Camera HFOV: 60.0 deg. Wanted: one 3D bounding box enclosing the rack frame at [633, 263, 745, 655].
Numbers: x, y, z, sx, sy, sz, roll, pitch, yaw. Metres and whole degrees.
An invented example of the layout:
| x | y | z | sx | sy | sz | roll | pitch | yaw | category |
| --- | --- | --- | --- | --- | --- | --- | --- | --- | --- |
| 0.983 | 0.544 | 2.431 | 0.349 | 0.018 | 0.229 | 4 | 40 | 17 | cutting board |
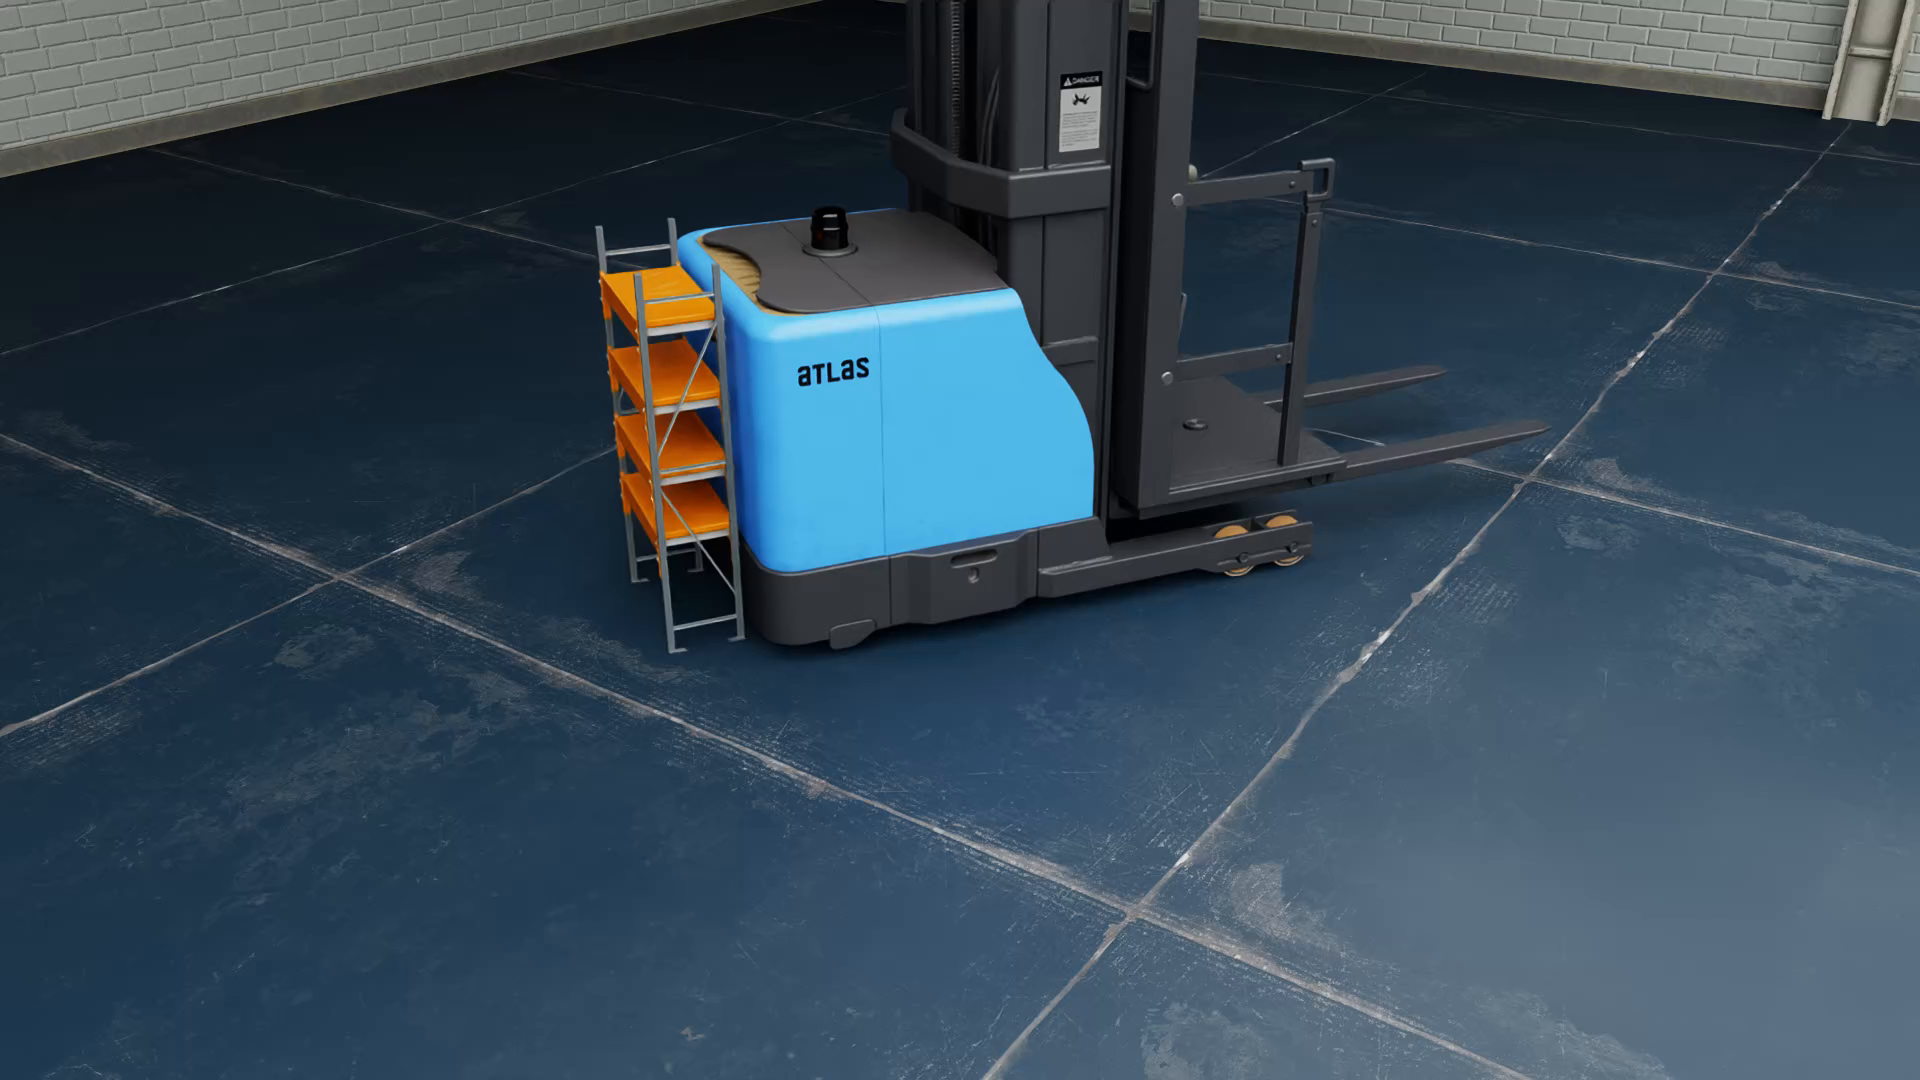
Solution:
| x | y | z | sx | sy | sz | roll | pitch | yaw | category |
| --- | --- | --- | --- | --- | --- | --- | --- | --- | --- |
| -0.778 | -0.210 | 4.840 | 0.240 | 1.200 | 0.015 | -11 | 29 | -20 | rack frame |

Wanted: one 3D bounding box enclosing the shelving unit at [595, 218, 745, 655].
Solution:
| x | y | z | sx | sy | sz | roll | pitch | yaw | category |
| --- | --- | --- | --- | --- | --- | --- | --- | --- | --- |
| -0.874 | -0.312 | 5.040 | 0.258 | 1.200 | 0.503 | -11 | 29 | -20 | shelving unit |

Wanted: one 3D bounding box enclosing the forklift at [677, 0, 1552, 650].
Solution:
| x | y | z | sx | sy | sz | roll | pitch | yaw | category |
| --- | --- | --- | --- | --- | --- | --- | --- | --- | --- |
| 0.637 | -1.395 | 5.260 | 3.031 | 2.935 | 1.130 | -11 | 29 | -20 | forklift |

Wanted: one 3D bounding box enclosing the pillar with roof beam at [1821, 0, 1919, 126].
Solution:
| x | y | z | sx | sy | sz | roll | pitch | yaw | category |
| --- | --- | --- | --- | --- | --- | --- | --- | --- | --- |
| 3.747 | -5.313 | 6.268 | 0.400 | 9.000 | 9.100 | 17 | 32 | 30 | pillar with roof beam |

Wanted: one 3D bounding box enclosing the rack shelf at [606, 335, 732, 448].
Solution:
| x | y | z | sx | sy | sz | roll | pitch | yaw | category |
| --- | --- | --- | --- | --- | --- | --- | --- | --- | --- |
| -0.874 | -0.451 | 4.969 | 0.258 | 0.148 | 0.480 | -11 | 29 | -20 | rack shelf |

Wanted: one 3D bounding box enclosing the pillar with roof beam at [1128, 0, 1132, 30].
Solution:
| x | y | z | sx | sy | sz | roll | pitch | yaw | category |
| --- | --- | --- | --- | --- | --- | --- | --- | --- | --- |
| -1.199 | -6.854 | 9.296 | 0.400 | 9.000 | 9.100 | 17 | 32 | 30 | pillar with roof beam |

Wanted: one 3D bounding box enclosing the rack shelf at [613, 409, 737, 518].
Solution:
| x | y | z | sx | sy | sz | roll | pitch | yaw | category |
| --- | --- | --- | --- | --- | --- | --- | --- | --- | --- |
| -0.874 | -0.252 | 5.070 | 0.258 | 0.148 | 0.480 | -11 | 29 | -20 | rack shelf |

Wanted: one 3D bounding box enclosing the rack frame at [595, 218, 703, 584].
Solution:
| x | y | z | sx | sy | sz | roll | pitch | yaw | category |
| --- | --- | --- | --- | --- | --- | --- | --- | --- | --- |
| -0.970 | -0.413 | 5.240 | 0.240 | 1.200 | 0.015 | -11 | 29 | -20 | rack frame |

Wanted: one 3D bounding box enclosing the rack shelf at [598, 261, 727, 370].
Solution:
| x | y | z | sx | sy | sz | roll | pitch | yaw | category |
| --- | --- | --- | --- | --- | --- | --- | --- | --- | --- |
| -0.874 | -0.662 | 4.861 | 0.258 | 0.148 | 0.480 | -11 | 29 | -20 | rack shelf |

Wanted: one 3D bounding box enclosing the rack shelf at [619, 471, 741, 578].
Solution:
| x | y | z | sx | sy | sz | roll | pitch | yaw | category |
| --- | --- | --- | --- | --- | --- | --- | --- | --- | --- |
| -0.874 | -0.075 | 5.160 | 0.258 | 0.148 | 0.480 | -11 | 29 | -20 | rack shelf |
